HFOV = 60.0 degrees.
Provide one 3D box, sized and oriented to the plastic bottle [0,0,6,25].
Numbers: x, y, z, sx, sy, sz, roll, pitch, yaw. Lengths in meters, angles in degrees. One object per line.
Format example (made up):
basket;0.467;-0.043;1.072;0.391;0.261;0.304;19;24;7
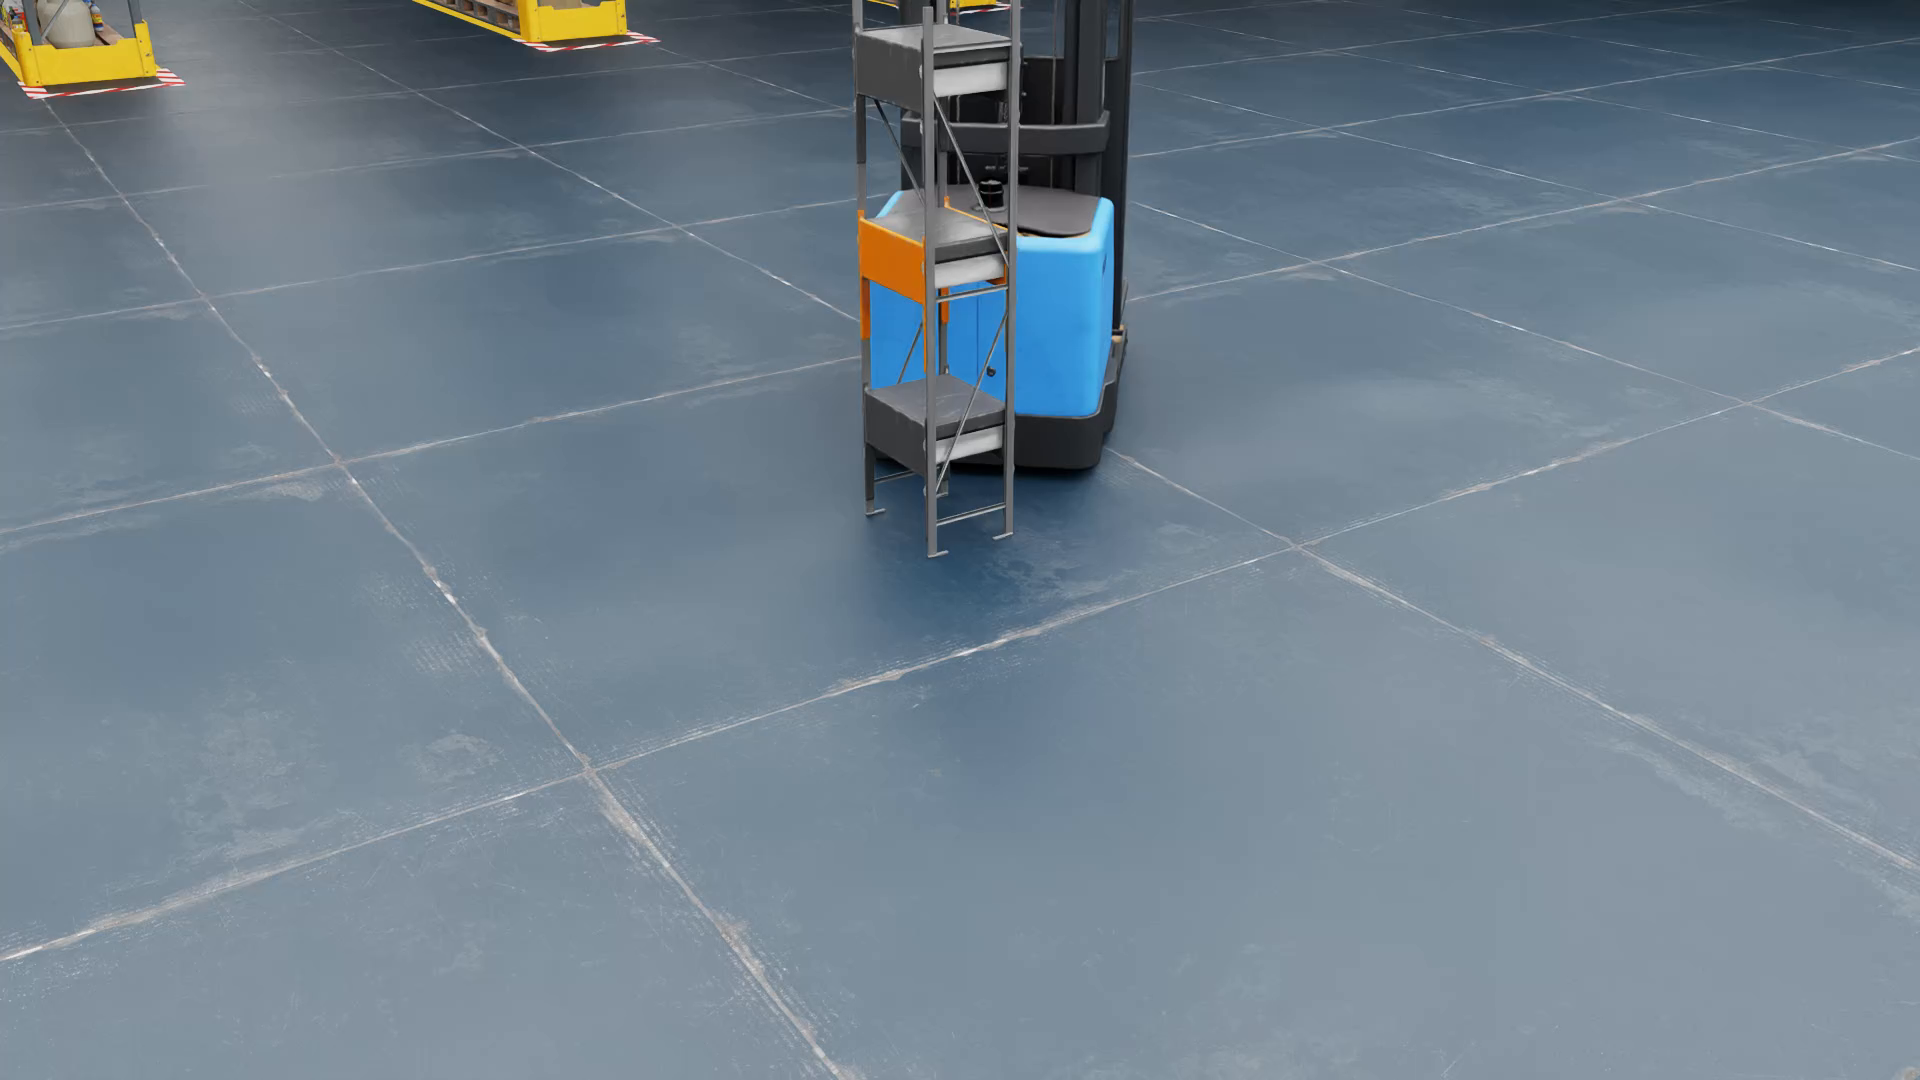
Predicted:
plastic bottle;-10.404;-5.762;18.109;0.061;0.283;0.133;-14;29;-27

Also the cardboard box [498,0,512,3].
cardboard box;-5.330;-6.758;19.988;0.500;0.500;0.500;-13;28;-25

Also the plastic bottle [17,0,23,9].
plastic bottle;-10.117;-5.719;18.026;0.152;0.276;0.135;-16;29;-30

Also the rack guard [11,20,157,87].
rack guard;-8.553;-4.768;16.265;1.175;0.500;0.348;-16;29;-30

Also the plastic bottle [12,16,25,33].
plastic bottle;-9.842;-5.371;17.376;0.097;0.201;0.097;0;25;0

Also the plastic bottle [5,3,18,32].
plastic bottle;-10.032;-5.551;17.670;0.152;0.276;0.135;-16;30;-31

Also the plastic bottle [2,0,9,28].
plastic bottle;-10.228;-5.709;17.918;0.144;0.351;0.185;-16;30;-30

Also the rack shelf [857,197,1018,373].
rack shelf;-0.090;-0.996;6.433;0.431;0.518;0.480;-16;29;-30

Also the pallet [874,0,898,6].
pallet;-0.613;-7.163;21.677;1.003;0.211;1.213;-16;29;-30

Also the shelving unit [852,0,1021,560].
shelving unit;-0.090;-1.009;6.427;0.431;2.100;0.503;-16;29;-30

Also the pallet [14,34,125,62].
pallet;-8.992;-4.930;16.945;1.003;0.211;1.213;-16;29;-30

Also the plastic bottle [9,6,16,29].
plastic bottle;-9.921;-5.445;17.438;0.061;0.283;0.133;-15;29;-28

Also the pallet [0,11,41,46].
pallet;-10.324;-5.802;18.794;1.003;0.211;1.213;-16;29;-30

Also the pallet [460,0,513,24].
pallet;-5.439;-6.538;20.352;1.003;0.211;1.213;-16;29;-30

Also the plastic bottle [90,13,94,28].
plastic bottle;-9.257;-5.574;17.807;0.097;0.201;0.097;0;25;0

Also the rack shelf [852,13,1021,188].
rack shelf;-0.090;-1.629;6.134;0.431;0.518;0.480;-16;29;-30

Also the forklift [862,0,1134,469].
forklift;0.295;-2.233;8.048;1.130;2.935;3.031;4;26;8

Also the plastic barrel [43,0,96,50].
plastic barrel;-8.895;-5.165;16.600;0.421;0.512;0.421;0;25;0

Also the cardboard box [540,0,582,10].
cardboard box;-4.649;-6.324;19.068;0.500;0.500;0.500;-10;27;-20

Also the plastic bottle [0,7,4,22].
plastic bottle;-10.460;-5.861;18.240;0.144;0.351;0.185;-17;30;-32

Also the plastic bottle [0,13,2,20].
plastic bottle;-10.563;-5.929;18.383;0.144;0.351;0.185;-15;29;-28

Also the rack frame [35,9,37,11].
rack frame;-10.656;-7.313;18.728;1.000;3.000;0.127;-16;29;-30

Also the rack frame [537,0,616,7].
rack frame;-4.322;-7.037;18.142;1.000;3.000;0.127;-16;29;-30

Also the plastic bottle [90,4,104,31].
plastic bottle;-9.201;-5.569;17.713;0.097;0.271;0.097;0;25;0

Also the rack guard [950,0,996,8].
rack guard;-0.098;-7.018;21.030;1.175;0.500;0.348;-16;29;-30

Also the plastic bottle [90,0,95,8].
plastic bottle;-9.309;-5.660;17.891;0.061;0.283;0.133;-15;29;-29

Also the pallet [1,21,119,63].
pallet;-9.654;-5.366;17.869;1.003;0.211;1.213;-16;29;-30

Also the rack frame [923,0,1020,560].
rack frame;0.043;-0.921;6.242;0.400;2.100;0.015;-16;29;-30

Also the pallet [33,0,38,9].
pallet;-11.117;-6.324;19.899;1.003;0.211;1.213;-16;29;-30

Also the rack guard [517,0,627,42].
rack guard;-4.364;-5.934;18.734;1.175;0.500;0.348;-16;29;-30

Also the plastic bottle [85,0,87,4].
plastic bottle;-9.442;-5.727;18.049;0.097;0.271;0.097;0;25;0

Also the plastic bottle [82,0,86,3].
plastic bottle;-9.553;-5.800;18.202;0.097;0.271;0.097;0;25;0

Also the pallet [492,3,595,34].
pallet;-4.778;-6.102;19.428;1.003;0.211;1.213;-16;29;-30

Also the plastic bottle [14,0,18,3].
plastic bottle;-10.382;-5.869;18.350;0.097;0.271;0.097;0;25;0

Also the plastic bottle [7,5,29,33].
plastic bottle;-9.957;-5.501;17.564;0.152;0.276;0.135;-15;29;-29

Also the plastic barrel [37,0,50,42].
plastic barrel;-9.169;-5.344;16.980;0.421;0.512;0.421;0;25;0

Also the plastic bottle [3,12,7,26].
plastic bottle;-10.325;-5.687;18.046;0.097;0.201;0.097;0;25;0

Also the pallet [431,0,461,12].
pallet;-6.110;-6.975;21.277;1.003;0.211;1.213;-16;29;-30

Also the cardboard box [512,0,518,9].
cardboard box;-5.004;-6.529;19.504;0.500;0.500;0.500;-8;26;-16

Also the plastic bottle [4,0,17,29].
plastic bottle;-10.126;-5.643;17.777;0.144;0.351;0.185;-14;29;-27

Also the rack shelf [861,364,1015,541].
rack shelf;-0.090;-0.363;6.732;0.431;0.518;0.480;-16;29;-30

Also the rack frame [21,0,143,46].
rack frame;-8.472;-5.883;15.697;1.000;3.000;0.127;-16;29;-30

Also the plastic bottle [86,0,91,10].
plastic bottle;-9.388;-5.691;17.973;0.097;0.271;0.097;0;25;0

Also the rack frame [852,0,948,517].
rack frame;-0.224;-1.096;6.612;0.400;2.100;0.015;-16;29;-30
